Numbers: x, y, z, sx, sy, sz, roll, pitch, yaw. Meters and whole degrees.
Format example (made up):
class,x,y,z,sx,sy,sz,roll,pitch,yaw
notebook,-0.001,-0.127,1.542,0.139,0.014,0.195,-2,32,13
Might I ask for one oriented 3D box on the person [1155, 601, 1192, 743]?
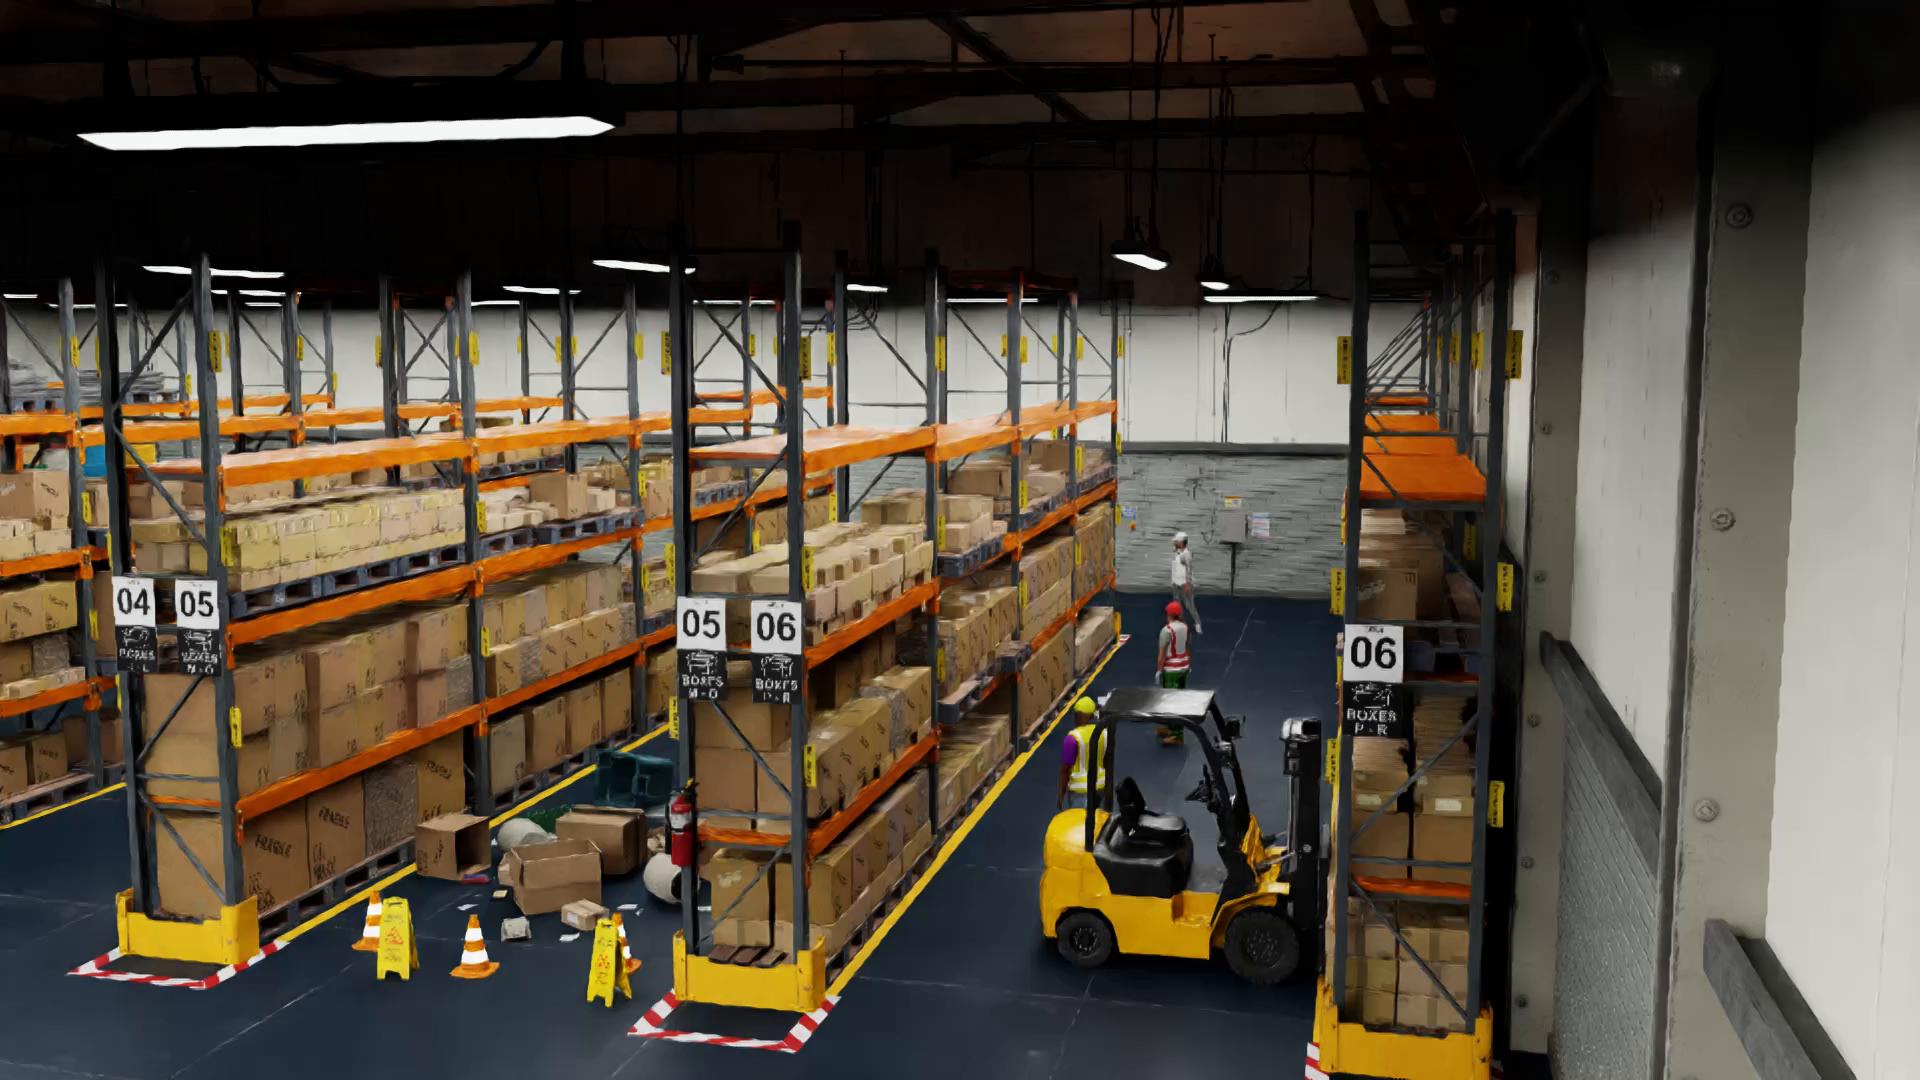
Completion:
class,x,y,z,sx,sy,sz,roll,pitch,yaw
person,2.718,1.666,21.353,0.577,1.785,0.655,6,9,41

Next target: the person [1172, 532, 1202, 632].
class,x,y,z,sx,sy,sz,roll,pitch,yaw
person,3.977,0.742,29.201,0.536,1.765,0.628,-2,7,-13

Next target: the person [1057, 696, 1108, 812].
class,x,y,z,sx,sy,sz,roll,pitch,yaw
person,1.167,2.354,15.824,0.580,1.760,0.673,7,10,44
